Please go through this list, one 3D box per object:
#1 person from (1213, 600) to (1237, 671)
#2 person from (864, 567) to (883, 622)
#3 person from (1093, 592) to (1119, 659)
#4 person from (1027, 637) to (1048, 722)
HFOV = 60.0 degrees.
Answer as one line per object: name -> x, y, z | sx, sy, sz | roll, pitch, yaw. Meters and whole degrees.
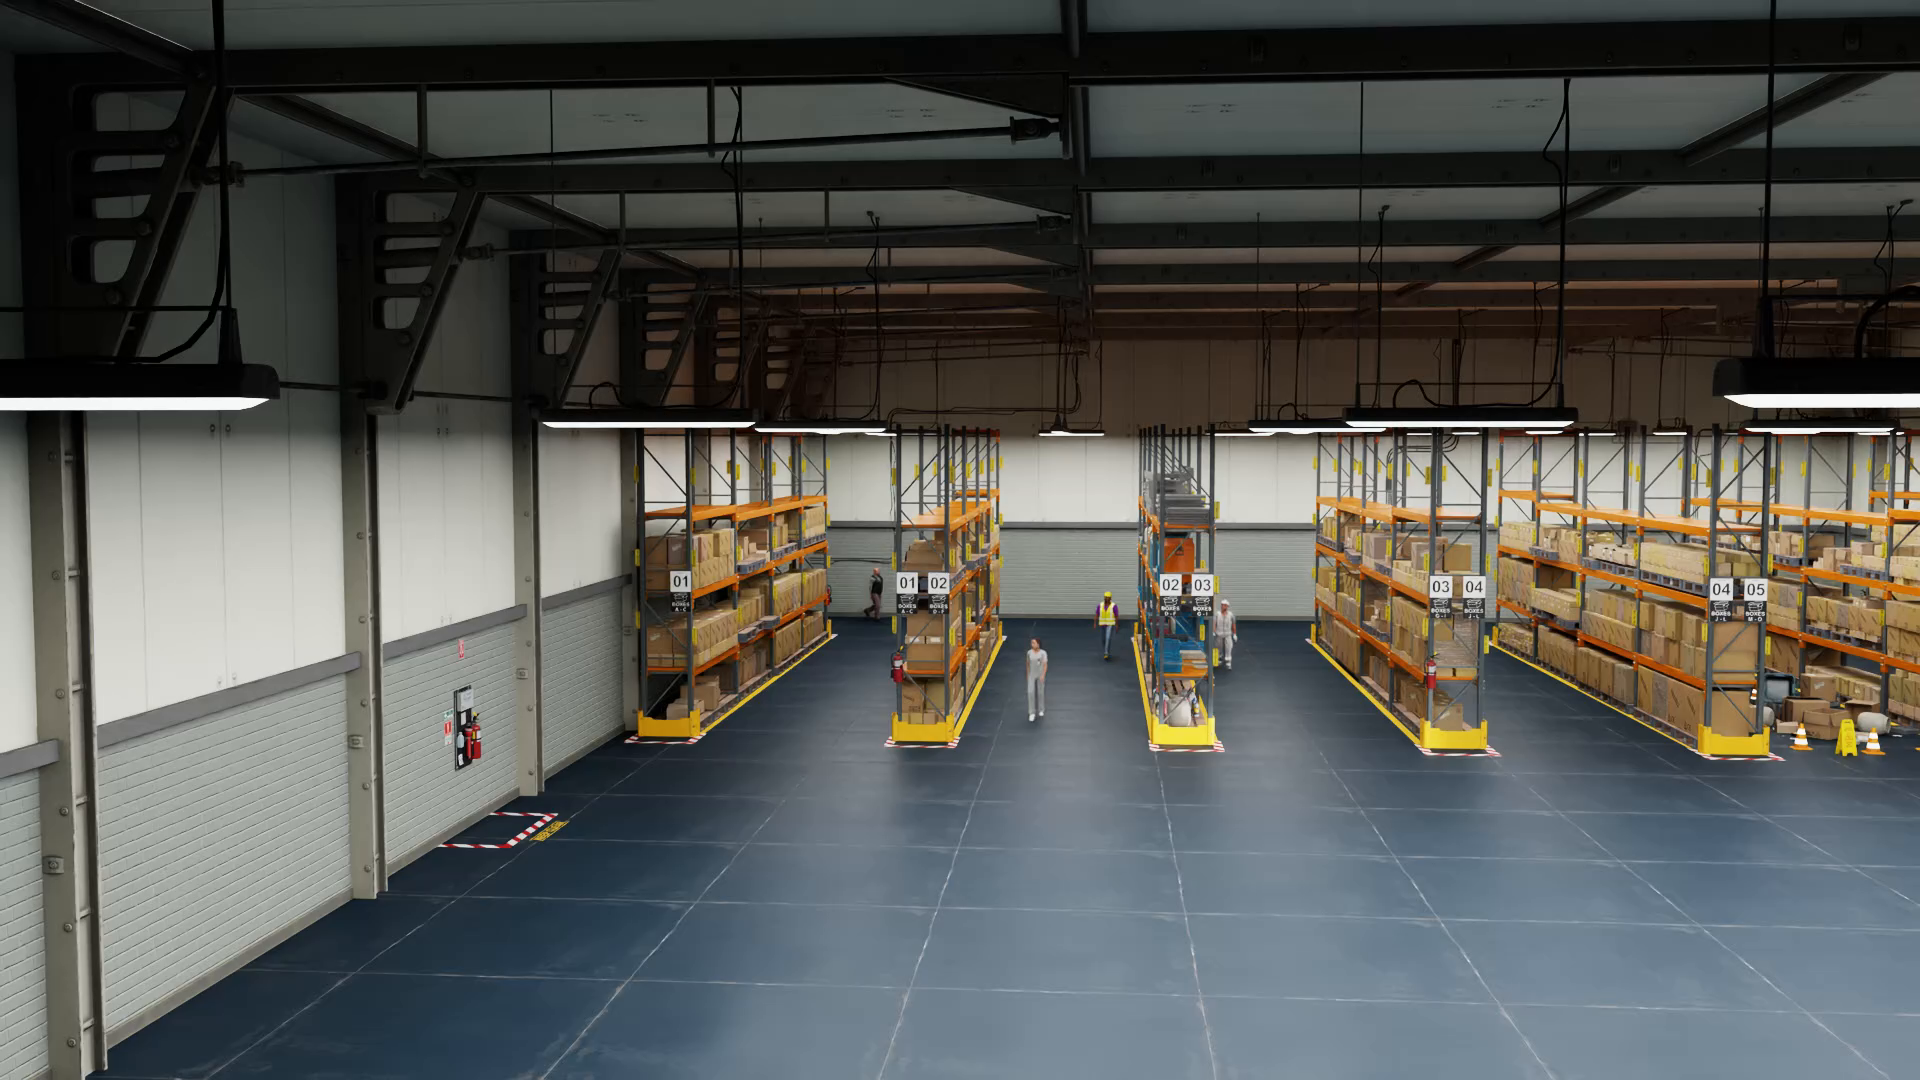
person -> 6.524, 2.345, 41.067 | 0.682, 1.729, 1.098 | 0, 3, 2
person -> -2.690, 1.698, 52.121 | 0.803, 1.698, 0.532 | 2, 4, 27
person -> 3.813, 2.216, 43.426 | 0.630, 1.727, 1.036 | 1, 4, 20
person -> 1.561, 2.830, 34.023 | 0.459, 1.687, 0.771 | 1, 4, 12
